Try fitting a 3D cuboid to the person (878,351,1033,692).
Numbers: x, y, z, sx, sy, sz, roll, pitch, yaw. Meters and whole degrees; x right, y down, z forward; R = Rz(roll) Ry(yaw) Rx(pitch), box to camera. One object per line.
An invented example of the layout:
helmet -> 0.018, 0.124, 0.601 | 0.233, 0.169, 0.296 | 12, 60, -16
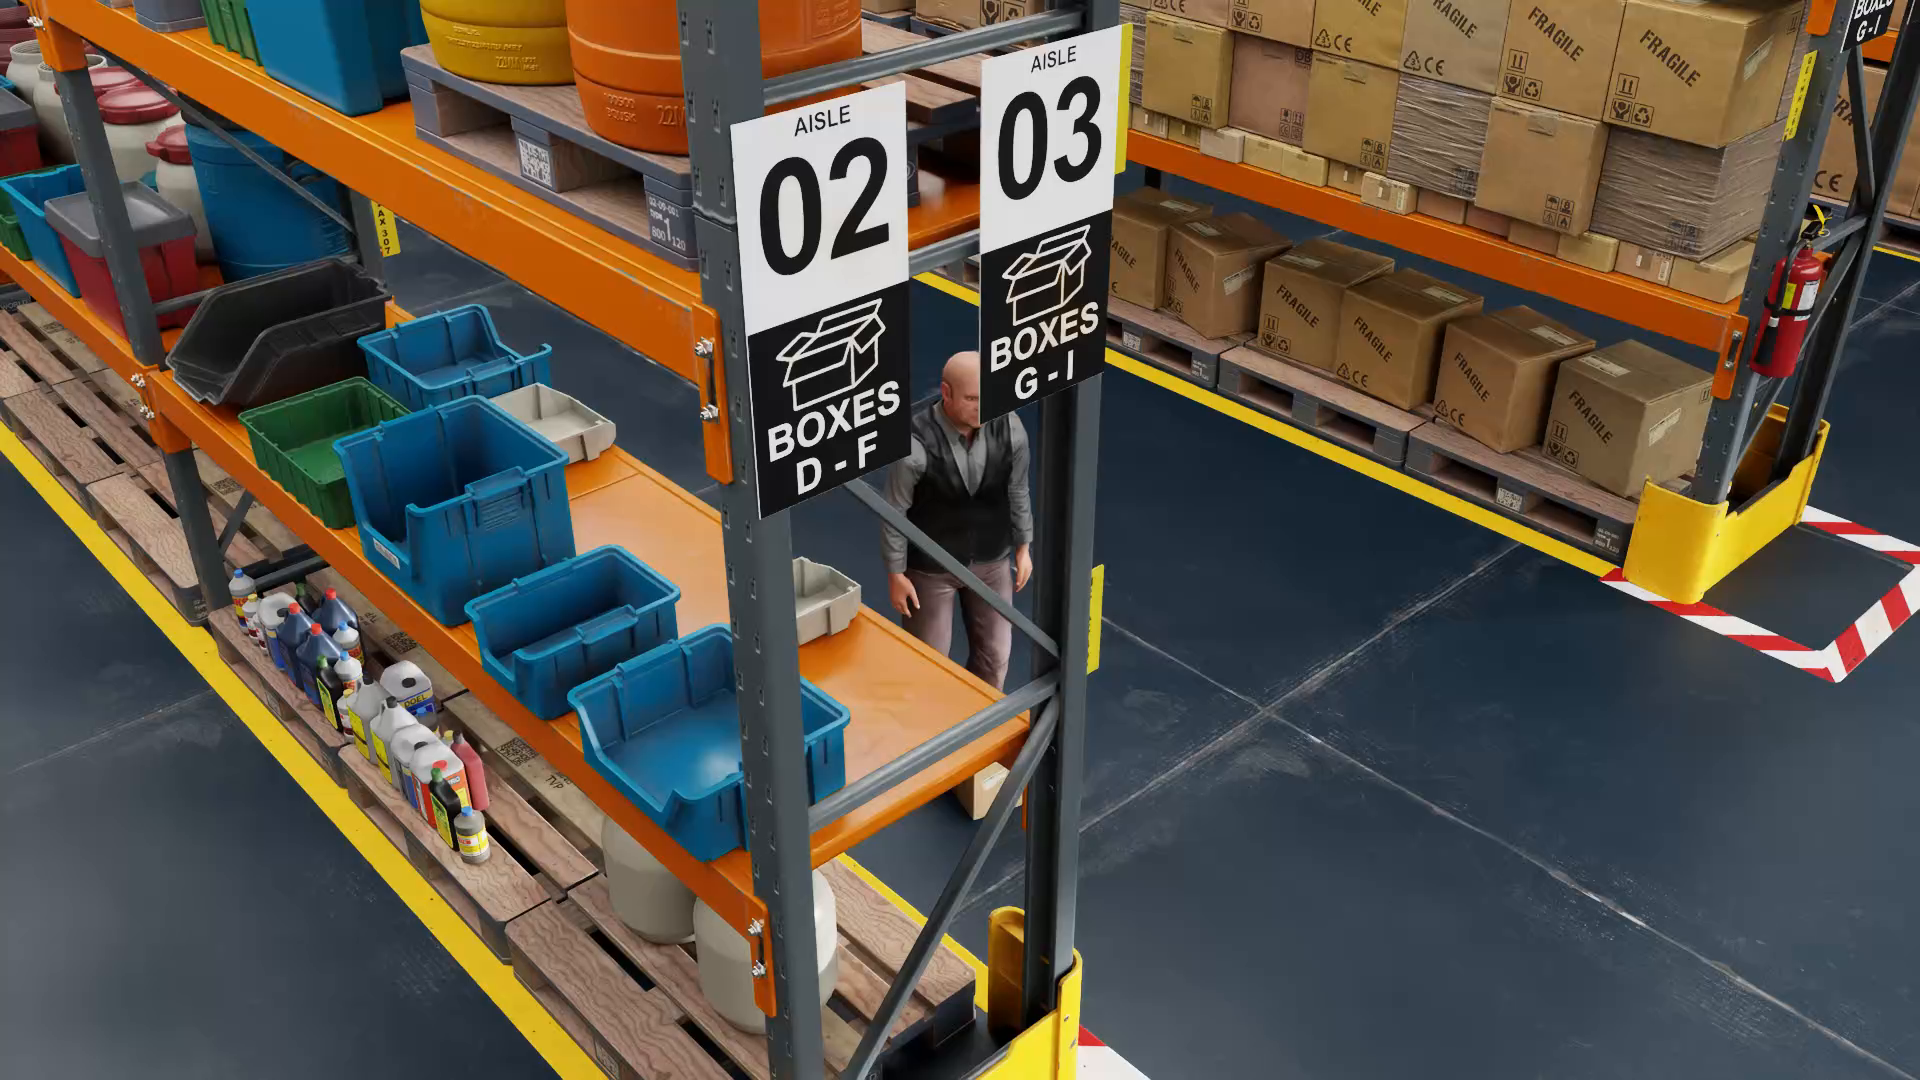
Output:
person -> -0.006, 0.093, 6.005 | 0.580, 1.722, 0.460 | -13, 34, -20
